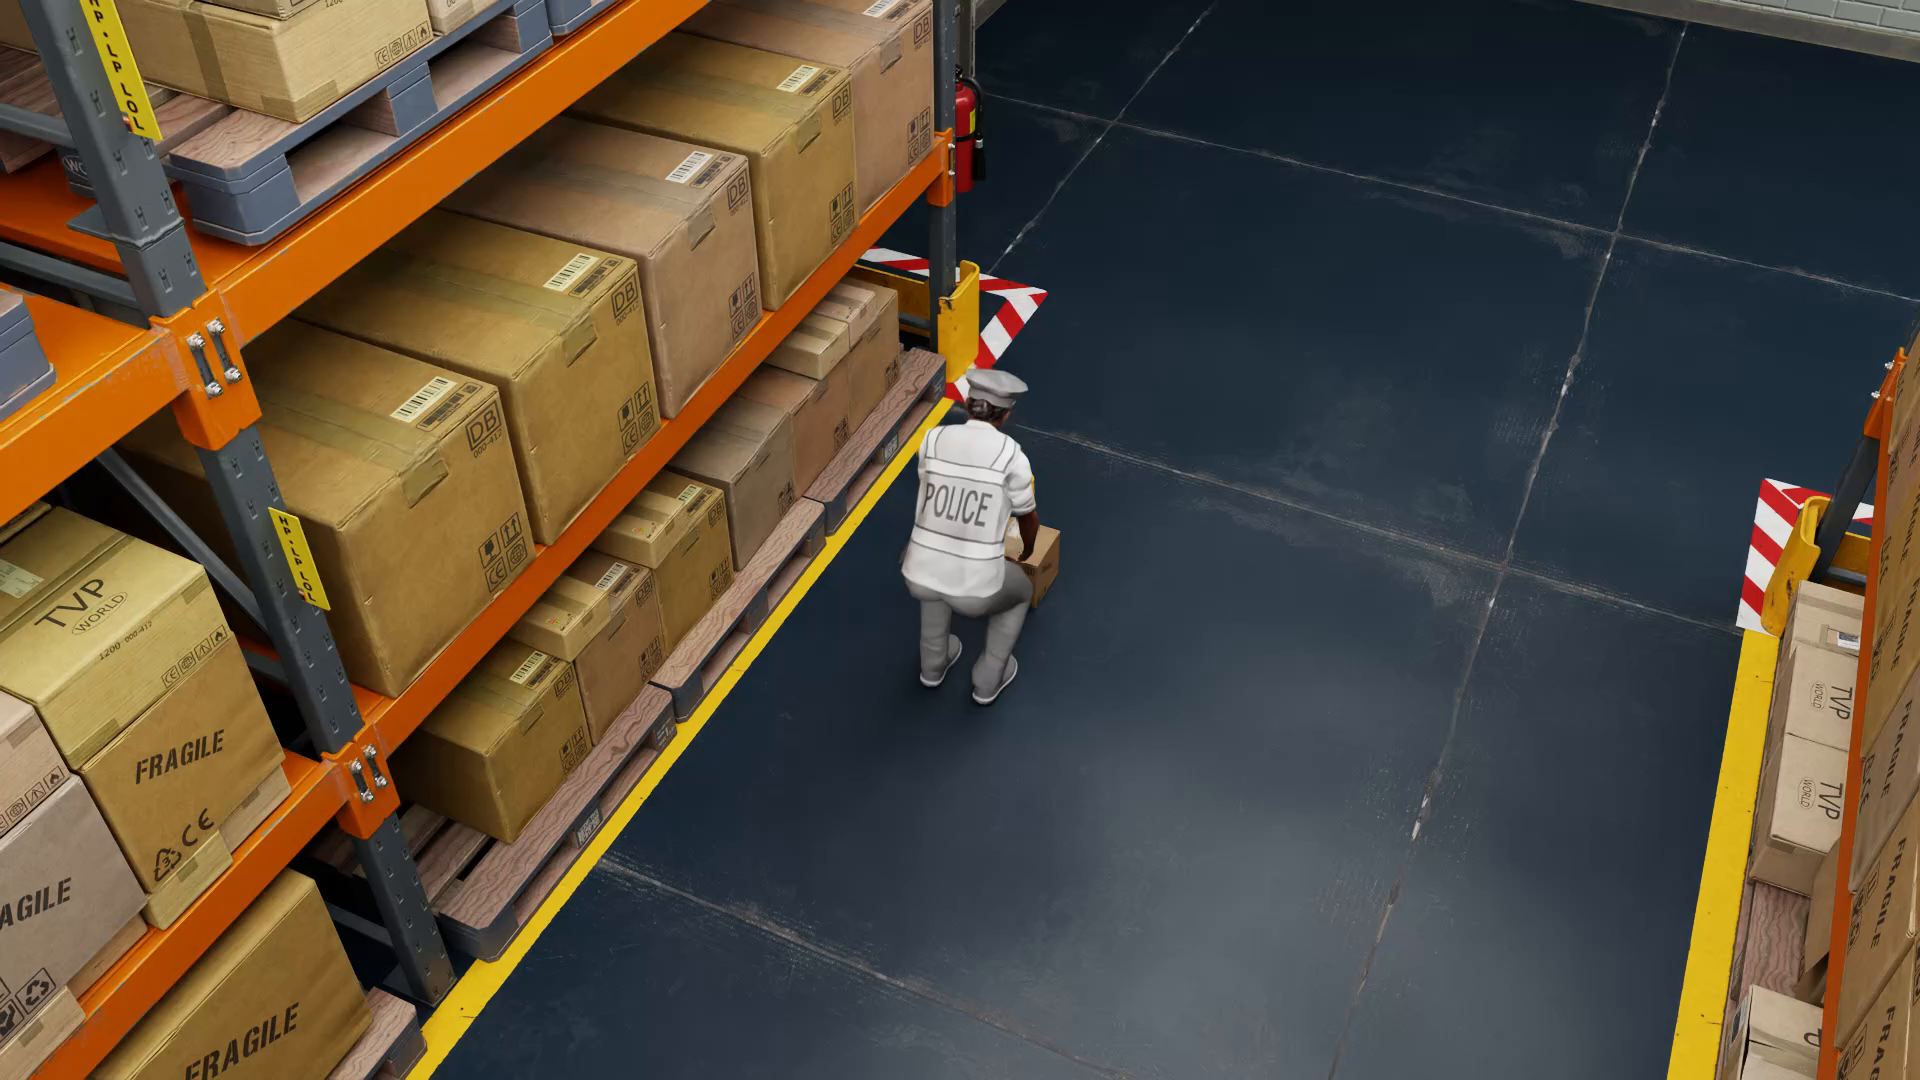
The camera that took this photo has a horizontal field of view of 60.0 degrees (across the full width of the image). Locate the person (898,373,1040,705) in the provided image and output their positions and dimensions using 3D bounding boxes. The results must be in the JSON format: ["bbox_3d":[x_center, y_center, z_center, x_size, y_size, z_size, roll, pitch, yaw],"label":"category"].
[{"bbox_3d":[0.031,0.015,6.438,0.498,1.275,0.769,17,45,18],"label":"person"}]
